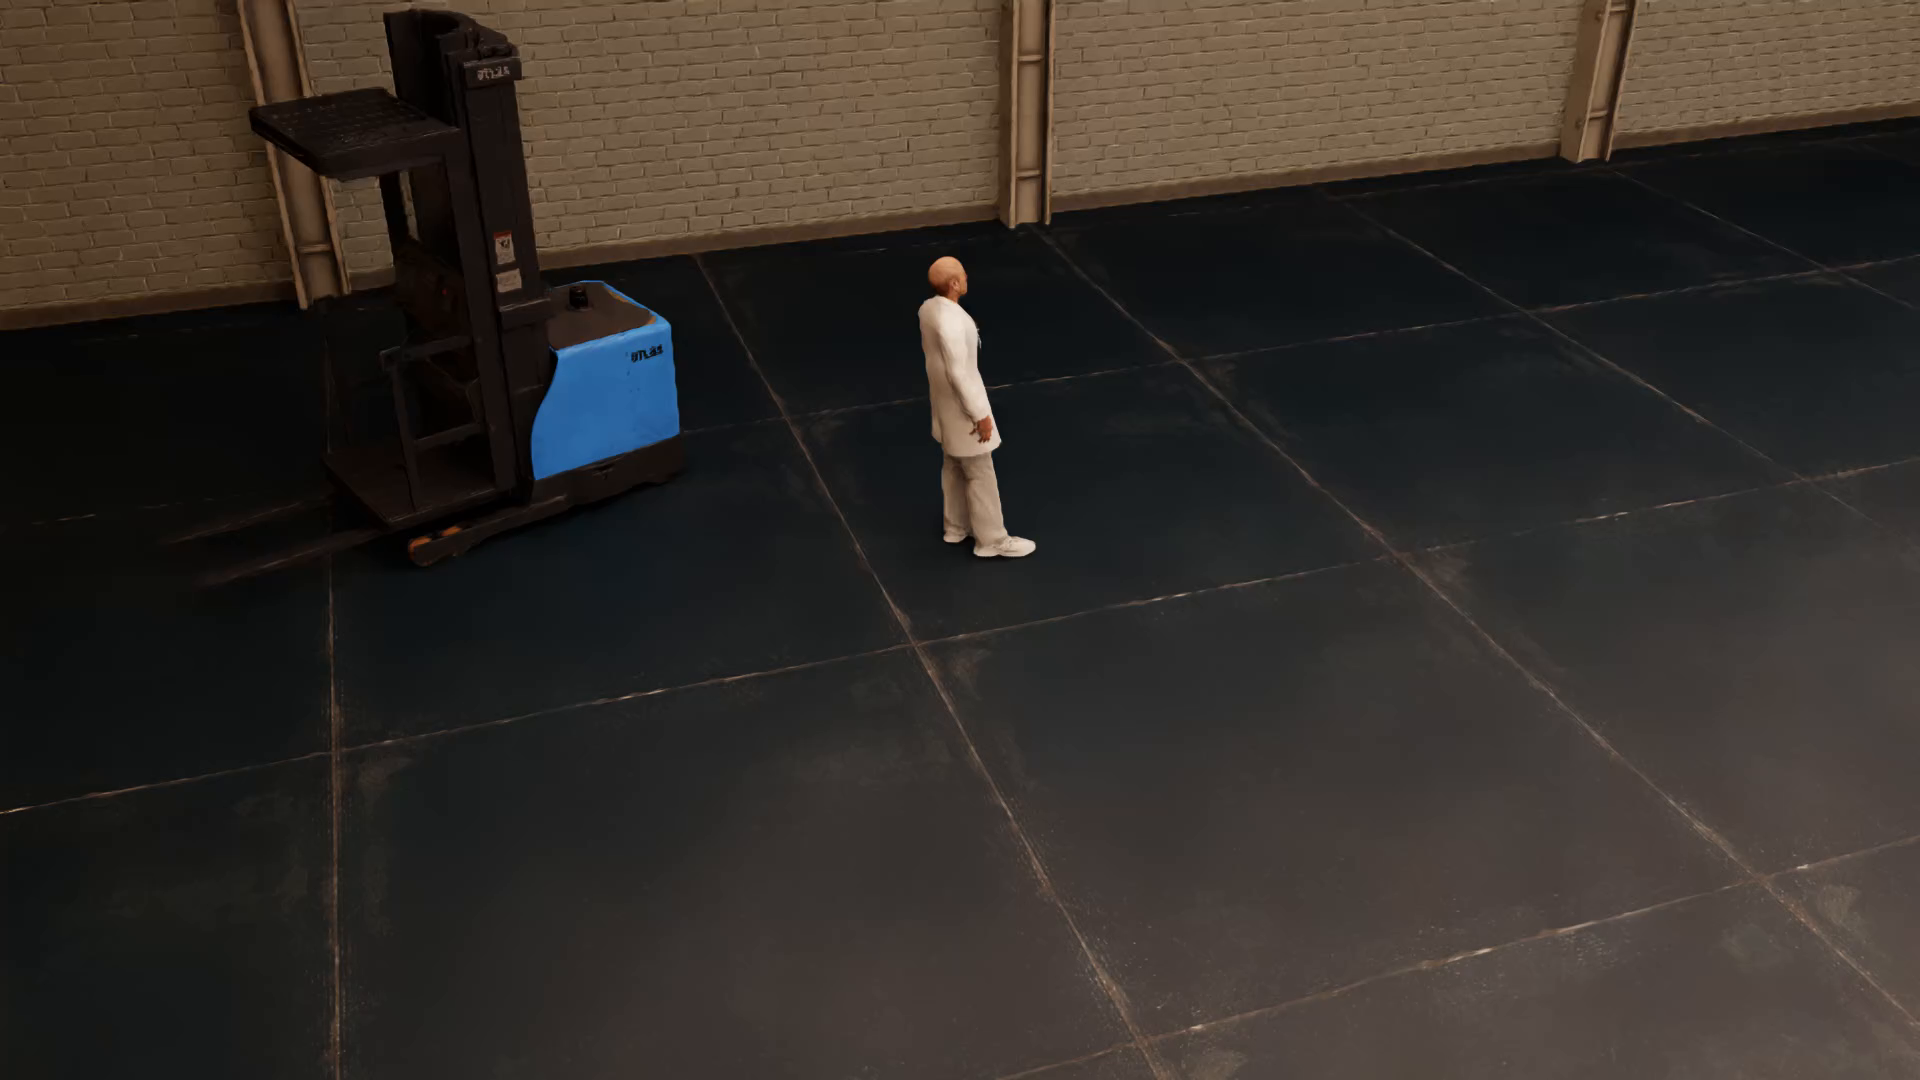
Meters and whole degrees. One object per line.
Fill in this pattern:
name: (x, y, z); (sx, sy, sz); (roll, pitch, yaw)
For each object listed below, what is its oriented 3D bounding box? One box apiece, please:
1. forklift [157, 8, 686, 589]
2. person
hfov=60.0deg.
forklift: (-3.235, -1.415, 9.547); (3.031, 2.935, 1.130); (-22, 36, -33)
person: (0.088, -0.789, 9.600); (0.579, 1.776, 0.694); (-10, 31, -16)
